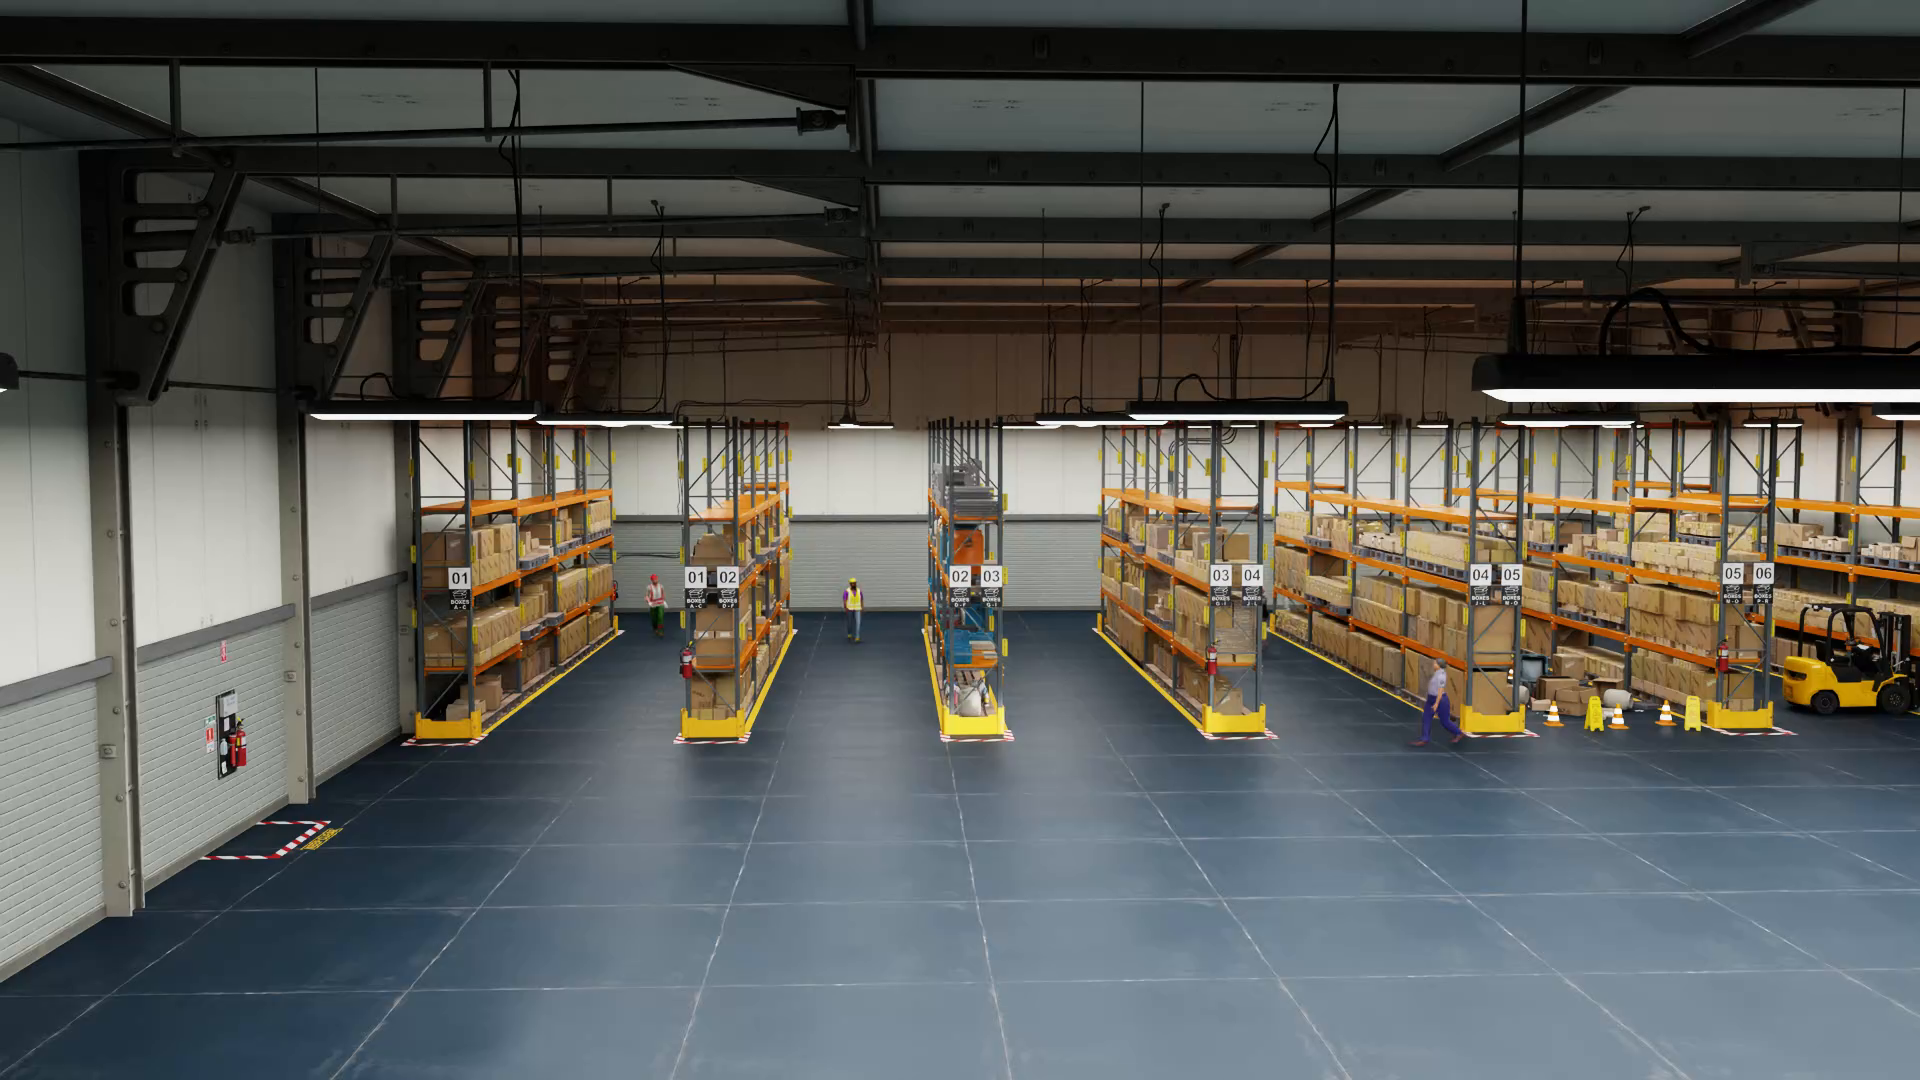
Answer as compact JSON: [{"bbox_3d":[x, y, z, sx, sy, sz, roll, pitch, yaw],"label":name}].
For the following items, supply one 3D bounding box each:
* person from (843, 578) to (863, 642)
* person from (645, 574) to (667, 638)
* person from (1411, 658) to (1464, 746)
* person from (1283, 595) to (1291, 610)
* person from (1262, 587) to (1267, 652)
[{"bbox_3d":[-2.901,1.910,45.317,0.574,1.730,0.989,-1,4,-9],"label":"person"},{"bbox_3d":[-8.478,1.831,46.411,0.603,1.755,0.972,-1,4,-9],"label":"person"},{"bbox_3d":[8.695,2.948,30.211,0.891,1.601,0.462,-2,4,-25],"label":"person"},{"bbox_3d":[9.945,1.585,50.697,0.464,1.689,0.720,3,5,41],"label":"person"},{"bbox_3d":[7.751,2.074,43.068,0.508,1.777,0.574,3,5,40],"label":"person"}]
